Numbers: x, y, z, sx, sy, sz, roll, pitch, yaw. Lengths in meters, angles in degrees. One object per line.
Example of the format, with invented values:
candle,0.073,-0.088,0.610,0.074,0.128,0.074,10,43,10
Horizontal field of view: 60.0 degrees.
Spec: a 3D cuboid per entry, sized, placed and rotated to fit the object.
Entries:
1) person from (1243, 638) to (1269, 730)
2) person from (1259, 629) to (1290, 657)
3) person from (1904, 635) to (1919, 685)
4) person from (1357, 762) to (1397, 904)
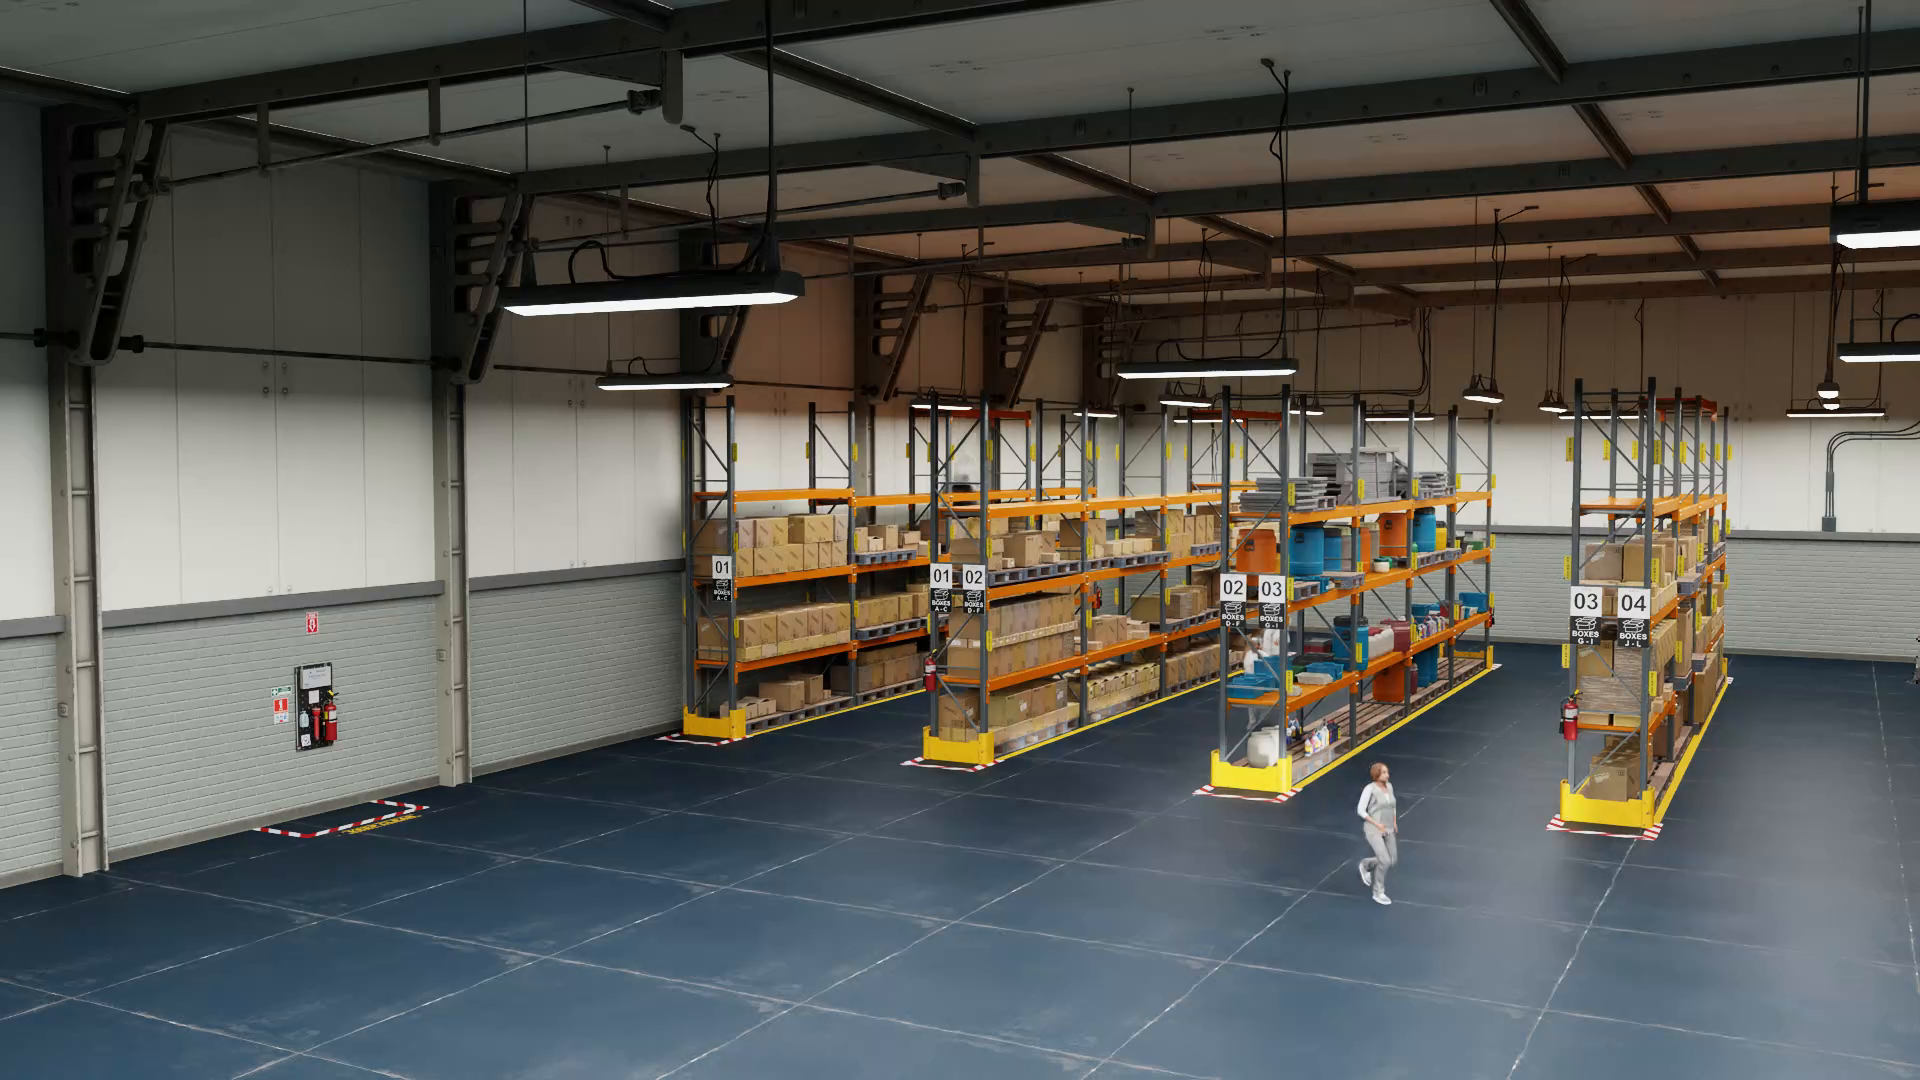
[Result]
person,5.411,2.600,30.295,0.602,1.660,0.705,2,3,31
person,6.382,2.336,33.855,0.667,1.750,0.919,1,3,20
person,20.763,2.280,35.624,0.924,1.704,0.842,3,4,44
person,4.644,3.249,18.581,0.566,1.558,0.577,-2,4,-32
